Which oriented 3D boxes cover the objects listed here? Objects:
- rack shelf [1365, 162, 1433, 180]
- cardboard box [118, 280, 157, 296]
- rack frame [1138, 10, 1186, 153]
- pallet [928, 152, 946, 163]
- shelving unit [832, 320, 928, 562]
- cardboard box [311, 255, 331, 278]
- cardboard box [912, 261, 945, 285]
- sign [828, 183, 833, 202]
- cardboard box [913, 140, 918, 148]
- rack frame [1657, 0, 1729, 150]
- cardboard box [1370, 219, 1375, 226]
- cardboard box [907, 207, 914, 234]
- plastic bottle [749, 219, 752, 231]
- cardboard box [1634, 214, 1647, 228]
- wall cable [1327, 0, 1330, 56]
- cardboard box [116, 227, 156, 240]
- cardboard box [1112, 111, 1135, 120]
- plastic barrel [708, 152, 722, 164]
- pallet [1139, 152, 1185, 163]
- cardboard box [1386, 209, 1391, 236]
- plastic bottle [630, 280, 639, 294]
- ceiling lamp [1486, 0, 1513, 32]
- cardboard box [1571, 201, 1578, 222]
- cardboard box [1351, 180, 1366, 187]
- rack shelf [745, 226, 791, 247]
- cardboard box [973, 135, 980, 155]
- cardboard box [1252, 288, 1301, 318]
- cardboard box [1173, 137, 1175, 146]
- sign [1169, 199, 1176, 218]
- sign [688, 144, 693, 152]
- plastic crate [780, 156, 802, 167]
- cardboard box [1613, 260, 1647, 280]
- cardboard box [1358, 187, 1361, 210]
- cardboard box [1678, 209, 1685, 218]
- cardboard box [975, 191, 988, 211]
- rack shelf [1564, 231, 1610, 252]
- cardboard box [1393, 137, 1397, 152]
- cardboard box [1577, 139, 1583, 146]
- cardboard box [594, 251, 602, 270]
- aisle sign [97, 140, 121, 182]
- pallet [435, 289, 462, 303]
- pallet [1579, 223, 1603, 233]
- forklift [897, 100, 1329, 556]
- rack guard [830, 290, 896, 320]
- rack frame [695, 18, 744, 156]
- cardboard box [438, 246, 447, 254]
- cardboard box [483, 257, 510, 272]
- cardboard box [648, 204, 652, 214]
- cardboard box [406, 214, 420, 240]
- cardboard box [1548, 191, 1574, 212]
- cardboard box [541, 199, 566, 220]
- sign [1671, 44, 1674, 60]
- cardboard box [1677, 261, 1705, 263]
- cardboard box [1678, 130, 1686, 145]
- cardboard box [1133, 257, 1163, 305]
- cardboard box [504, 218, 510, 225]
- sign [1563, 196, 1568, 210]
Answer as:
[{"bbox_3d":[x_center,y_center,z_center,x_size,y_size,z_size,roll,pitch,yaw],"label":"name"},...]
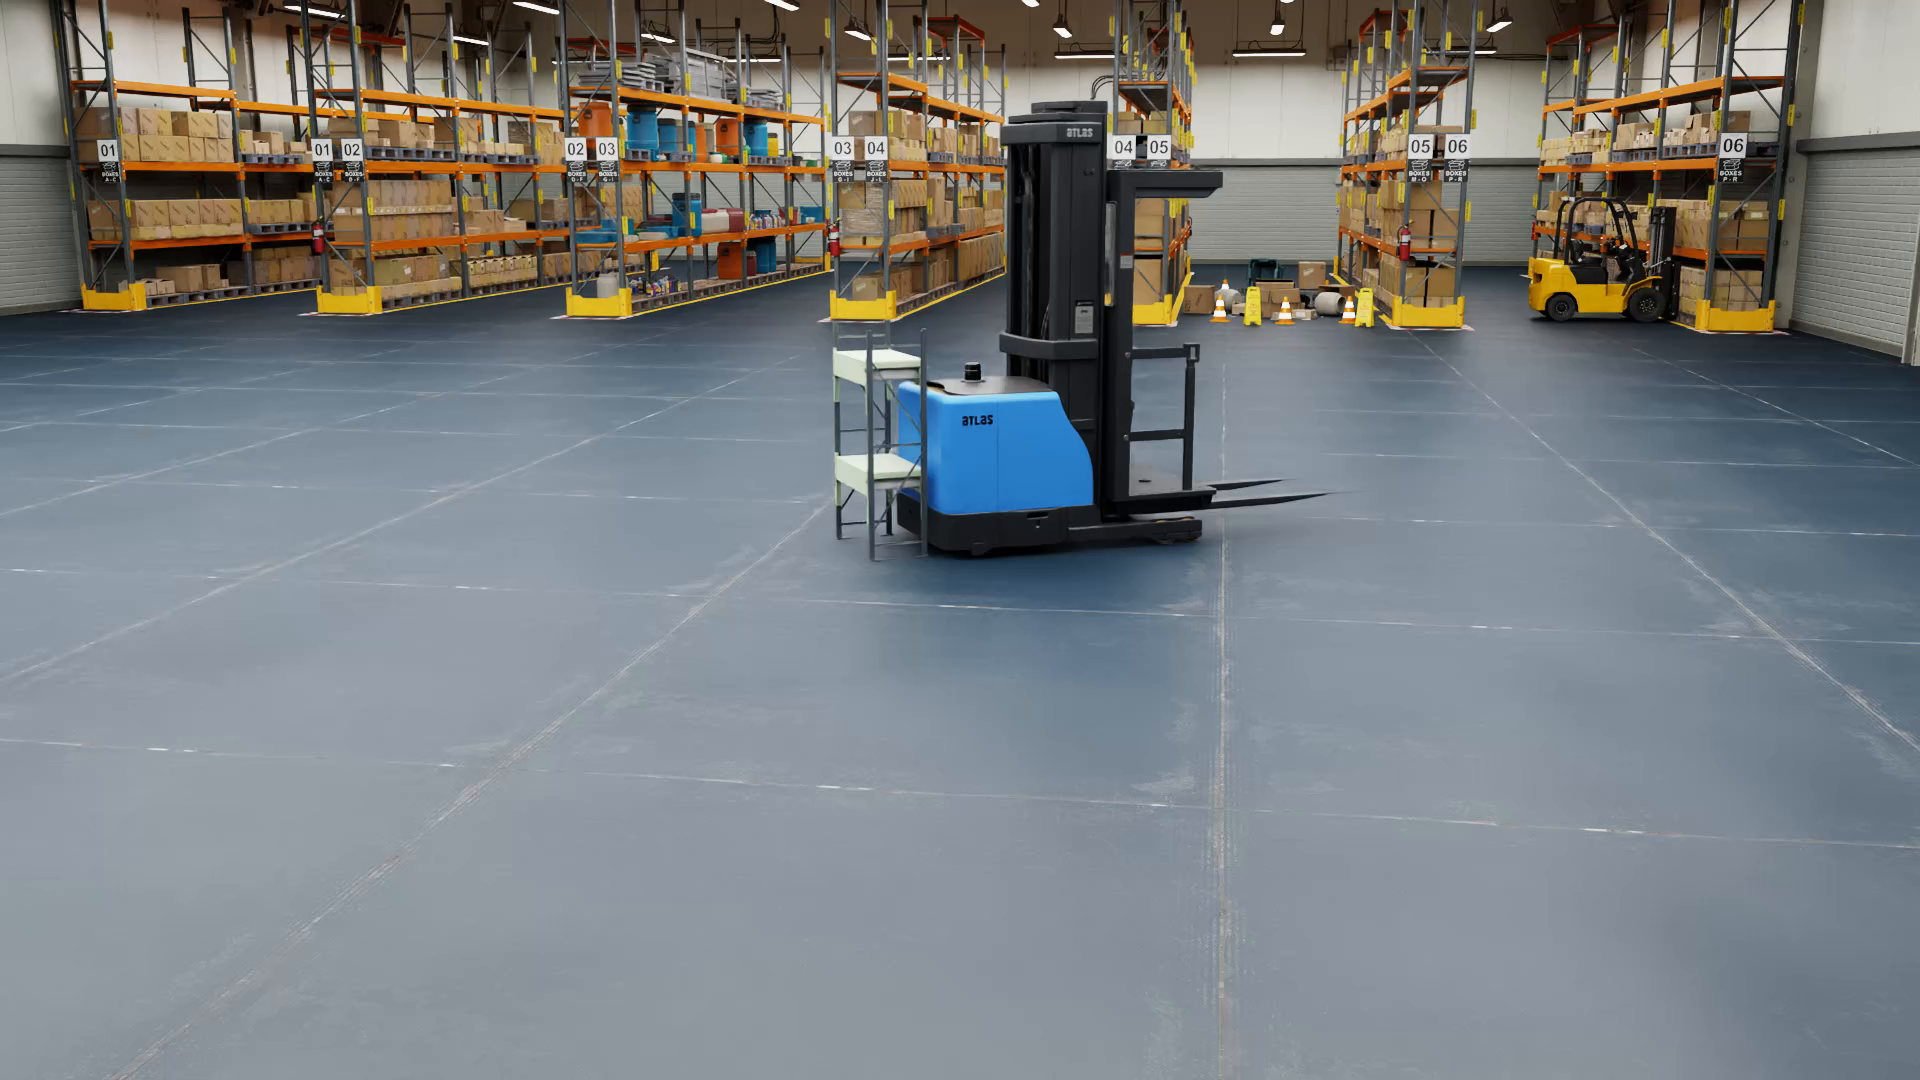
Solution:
[{"bbox_3d":[8.951,-7.507,33.795,1.077,0.370,4.000,2,12,9],"label":"rack shelf"},{"bbox_3d":[-16.252,-4.988,32.855,0.500,0.311,0.500,0,12,2],"label":"cardboard box"},{"bbox_3d":[4.352,-9.881,35.981,1.000,3.000,0.127,2,12,9],"label":"rack frame"},{"bbox_3d":[-0.948,-7.797,33.877,1.213,0.211,1.003,2,12,9],"label":"pallet"},{"bbox_3d":[-0.536,-0.681,11.091,0.431,1.500,0.755,-5,13,-21],"label":"shelving unit"},{"bbox_3d":[-15.276,-6.453,39.205,0.700,0.500,0.500,2,12,9],"label":"cardboard box"},{"bbox_3d":[-0.689,-5.867,36.486,0.700,0.500,0.500,1,12,4],"label":"cardboard box"},{"bbox_3d":[-2.309,-6.207,29.677,0.100,0.325,0.005,2,12,9],"label":"sign"},{"bbox_3d":[-1.014,-7.642,32.123,0.380,0.149,0.250,1,12,7],"label":"cardboard box"},{"bbox_3d":[13.549,-8.749,30.728,1.000,3.000,0.127,2,12,9],"label":"rack frame"},{"bbox_3d":[8.798,-6.660,34.875,0.380,0.149,0.250,2,12,9],"label":"cardboard box"},{"bbox_3d":[-1.368,-6.189,32.150,0.875,0.500,0.500,2,12,9],"label":"cardboard box"},{"bbox_3d":[-4.970,-7.406,39.031,0.152,0.276,0.135,2,12,9],"label":"plastic bottle"},{"bbox_3d":[13.444,-6.205,32.334,0.500,0.250,0.500,2,12,7],"label":"cardboard box"},{"bbox_3d":[9.556,-15.582,48.197,2.355,3.000,0.029,2,12,9],"label":"wall cable"},{"bbox_3d":[-16.058,-5.974,32.401,0.500,0.250,0.500,2,12,7],"label":"cardboard box"},{"bbox_3d":[2.838,-7.351,28.834,0.380,0.149,0.250,2,12,9],"label":"cardboard box"},{"bbox_3d":[-5.392,-8.417,36.636,0.301,0.262,0.301,0,12,0],"label":"plastic barrel"},{"bbox_3d":[4.136,-7.953,34.607,1.003,0.211,1.213,2,12,11],"label":"pallet"},{"bbox_3d":[8.156,-5.878,30.707,0.500,0.500,0.500,2,12,8],"label":"cardboard box"},{"bbox_3d":[-6.521,-5.059,33.270,0.152,0.276,0.135,2,12,9],"label":"plastic bottle"},{"bbox_3d":[12.479,-13.164,37.362,0.800,3.185,2.000,2,12,9],"label":"ceiling lamp"},{"bbox_3d":[14.404,-7.534,38.099,0.700,0.500,0.500,2,12,9],"label":"cardboard box"},{"bbox_3d":[9.607,-8.571,39.992,0.380,0.149,0.250,2,12,7],"label":"cardboard box"},{"bbox_3d":[-5.120,-7.355,40.209,1.077,0.370,4.000,2,12,9],"label":"rack shelf"},{"bbox_3d":[0.143,-9.897,41.704,0.700,0.500,0.500,1,12,5],"label":"cardboard box"},{"bbox_3d":[5.797,-4.371,30.580,0.797,0.503,0.637,-7,14,-30],"label":"cardboard box"},{"bbox_3d":[3.685,-7.204,30.044,0.380,0.149,0.250,2,12,8],"label":"cardboard box"},{"bbox_3d":[3.669,-5.725,28.697,0.100,0.325,0.005,2,12,9],"label":"sign"},{"bbox_3d":[-5.501,-7.908,33.927,0.100,0.325,0.005,2,12,9],"label":"sign"},{"bbox_3d":[-4.350,-9.775,42.921,0.497,0.269,0.590,2,12,9],"label":"plastic crate"},{"bbox_3d":[13.962,-5.427,34.197,0.875,0.625,0.625,2,12,11],"label":"cardboard box"},{"bbox_3d":[9.234,-7.673,37.365,0.500,0.500,0.500,2,12,9],"label":"cardboard box"},{"bbox_3d":[12.982,-5.803,29.523,0.380,0.149,0.250,2,12,7],"label":"cardboard box"},{"bbox_3d":[0.408,-8.493,41.650,0.500,0.500,0.500,2,12,9],"label":"cardboard box"},{"bbox_3d":[14.472,-6.713,37.232,1.077,0.370,4.000,2,12,9],"label":"rack shelf"},{"bbox_3d":[8.070,-7.115,29.918,0.500,0.250,0.500,2,12,9],"label":"cardboard box"},{"bbox_3d":[14.235,-9.013,37.730,0.380,0.149,0.250,2,12,8],"label":"cardboard box"},{"bbox_3d":[-9.499,-7.165,42.511,0.500,0.500,0.500,2,12,8],"label":"cardboard box"},{"bbox_3d":[-16.162,-7.192,31.575,0.394,0.787,0.004,2,12,9],"label":"aisle sign"},{"bbox_3d":[-11.100,-5.092,34.618,1.003,0.211,1.213,2,12,9],"label":"pallet"},{"bbox_3d":[14.459,-6.960,37.124,1.003,0.211,1.213,2,12,9],"label":"pallet"},{"bbox_3d":[1.129,-1.501,11.503,3.031,2.935,1.130,-5,13,-21],"label":"forklift"},{"bbox_3d":[-1.752,-4.258,30.066,1.175,0.500,0.348,2,12,9],"label":"rack guard"},{"bbox_3d":[-5.427,-10.223,37.569,1.000,3.000,0.127,2,12,9],"label":"rack frame"},{"bbox_3d":[-14.304,-7.684,44.965,0.700,0.500,0.500,2,12,8],"label":"cardboard box"},{"bbox_3d":[-10.391,-6.152,37.119,0.500,0.311,0.500,2,12,10],"label":"cardboard box"},{"bbox_3d":[-8.891,-9.064,46.193,0.500,0.500,0.500,2,12,10],"label":"cardboard box"},{"bbox_3d":[-11.232,-6.254,33.157,0.700,0.500,0.500,2,12,10],"label":"cardboard box"},{"bbox_3d":[14.828,-8.355,41.010,0.500,0.500,0.500,2,12,10],"label":"cardboard box"},{"bbox_3d":[-10.006,-8.025,40.375,0.700,0.500,0.500,4,13,19],"label":"cardboard box"},{"bbox_3d":[14.713,-10.098,34.397,0.100,0.325,0.005,2,12,9],"label":"sign"},{"bbox_3d":[13.664,-5.057,30.996,0.500,0.250,0.500,2,12,10],"label":"cardboard box"},{"bbox_3d":[13.021,-7.172,29.616,0.396,0.266,0.258,2,12,7],"label":"cardboard box"},{"bbox_3d":[3.161,-4.593,29.731,0.875,0.875,0.875,2,12,9],"label":"cardboard box"},{"bbox_3d":[-10.650,-7.228,38.124,0.500,0.311,0.500,2,12,8],"label":"cardboard box"},{"bbox_3d":[14.242,-7.920,39.071,0.100,0.325,0.005,2,12,9],"label":"sign"}]
